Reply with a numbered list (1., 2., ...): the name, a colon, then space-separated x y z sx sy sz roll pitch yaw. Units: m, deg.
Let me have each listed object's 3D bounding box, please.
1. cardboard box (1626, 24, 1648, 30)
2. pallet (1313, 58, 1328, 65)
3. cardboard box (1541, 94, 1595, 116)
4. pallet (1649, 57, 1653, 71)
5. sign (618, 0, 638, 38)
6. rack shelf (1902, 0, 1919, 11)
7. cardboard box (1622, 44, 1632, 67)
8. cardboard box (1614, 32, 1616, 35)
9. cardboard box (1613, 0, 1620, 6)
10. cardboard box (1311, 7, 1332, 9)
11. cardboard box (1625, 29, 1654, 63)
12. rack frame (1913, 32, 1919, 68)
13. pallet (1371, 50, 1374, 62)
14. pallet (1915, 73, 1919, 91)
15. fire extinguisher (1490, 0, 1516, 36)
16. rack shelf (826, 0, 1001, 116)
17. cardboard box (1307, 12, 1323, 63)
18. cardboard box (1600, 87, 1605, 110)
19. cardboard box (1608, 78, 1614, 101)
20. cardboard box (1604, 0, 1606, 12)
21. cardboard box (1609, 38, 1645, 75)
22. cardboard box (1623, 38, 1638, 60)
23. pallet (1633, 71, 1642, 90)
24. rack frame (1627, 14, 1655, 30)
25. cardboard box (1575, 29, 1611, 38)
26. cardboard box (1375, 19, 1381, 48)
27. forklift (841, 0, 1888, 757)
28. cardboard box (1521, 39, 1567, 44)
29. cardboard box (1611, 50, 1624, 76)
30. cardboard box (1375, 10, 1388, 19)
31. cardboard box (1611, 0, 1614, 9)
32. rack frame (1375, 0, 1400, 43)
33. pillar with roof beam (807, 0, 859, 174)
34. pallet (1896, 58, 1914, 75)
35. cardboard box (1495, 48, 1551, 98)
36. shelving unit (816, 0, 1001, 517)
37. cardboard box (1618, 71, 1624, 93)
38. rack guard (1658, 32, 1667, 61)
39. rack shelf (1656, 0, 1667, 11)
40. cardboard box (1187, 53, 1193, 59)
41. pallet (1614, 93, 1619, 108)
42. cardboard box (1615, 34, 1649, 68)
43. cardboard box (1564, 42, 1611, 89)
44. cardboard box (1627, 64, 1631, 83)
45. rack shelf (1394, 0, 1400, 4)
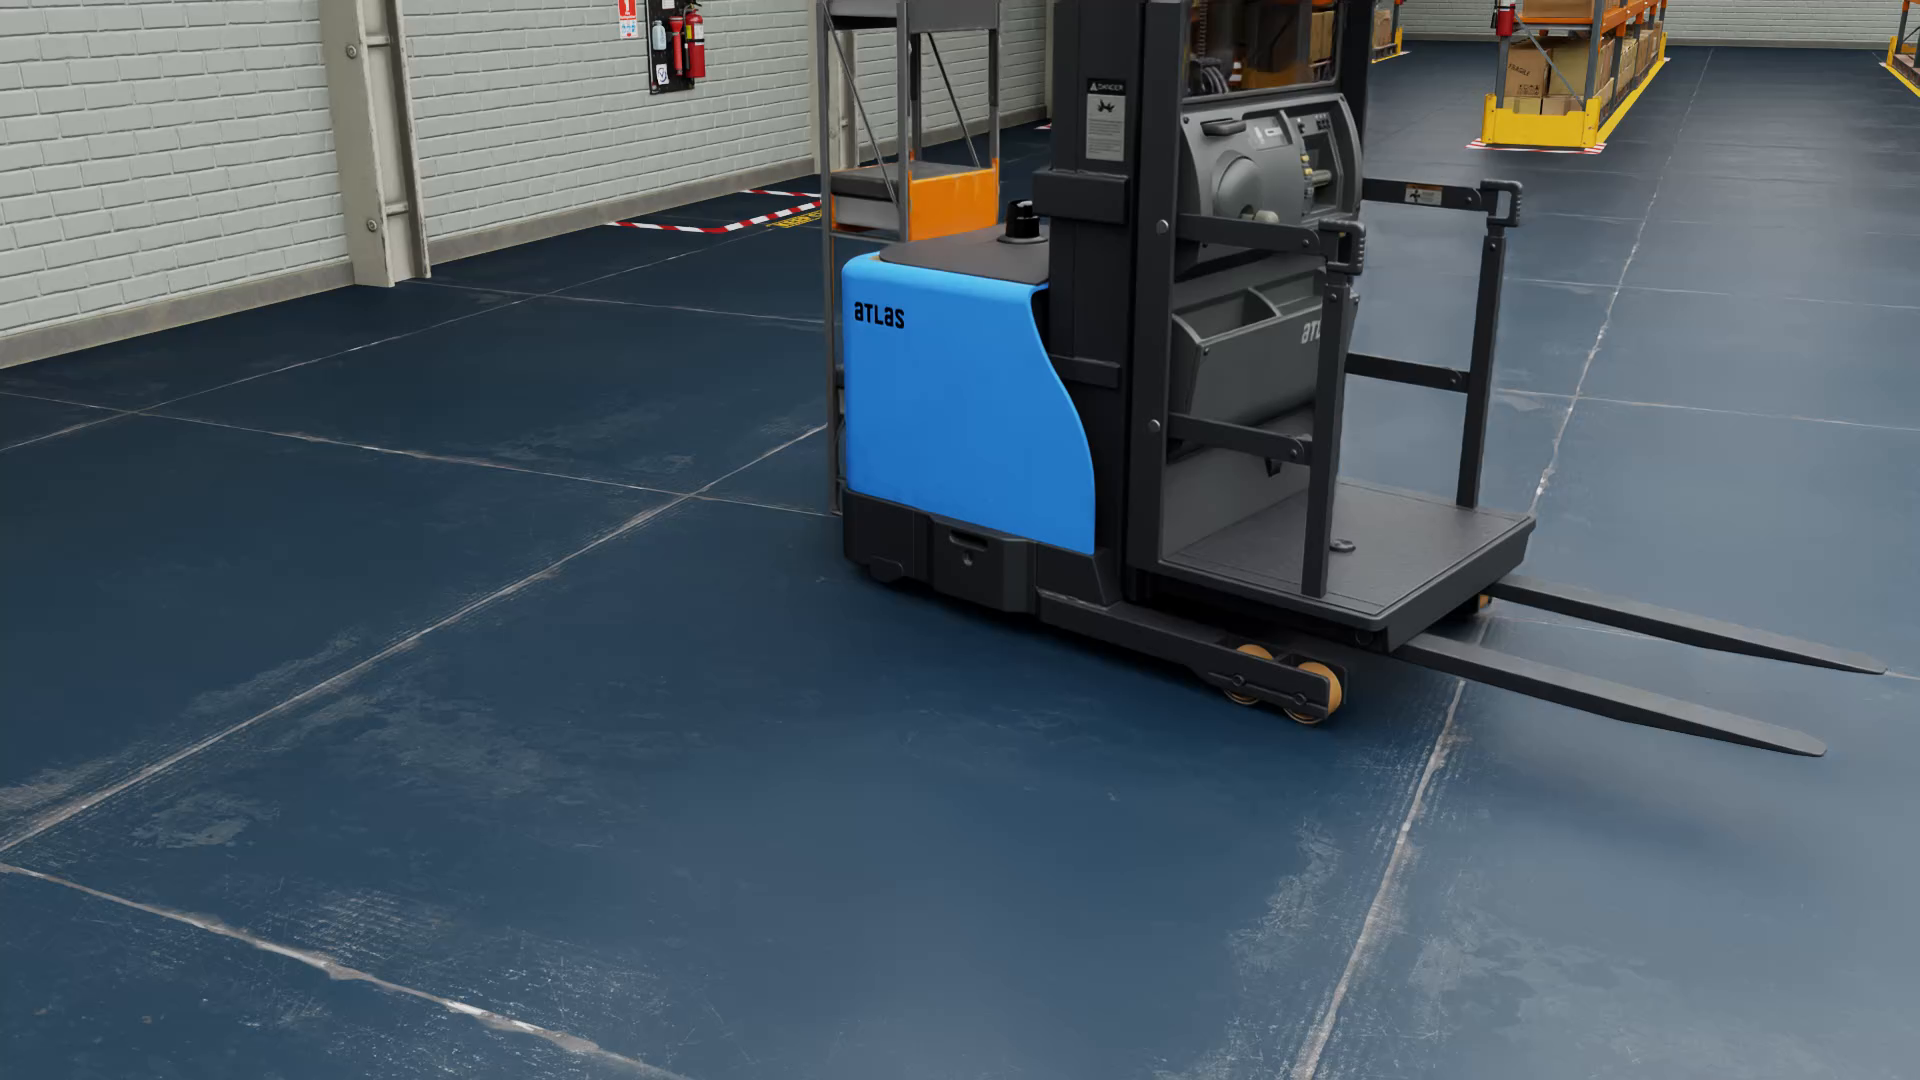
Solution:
1. cardboard box: 11.978 -9.009 29.895 0.797 0.503 0.637 9 21 23
2. pallet: 5.947 -8.148 28.564 1.003 0.211 1.213 9 21 23
3. cardboard box: 6.722 -4.771 18.384 0.500 0.250 0.500 9 21 23
4. pallet: 11.495 -8.299 28.990 1.003 0.211 1.213 9 21 23
5. sign: -2.548 -4.024 12.753 0.001 0.329 0.234 9 21 23
6. rack shelf: 16.550 -8.995 27.859 1.077 0.370 4.000 9 21 23
7. cardboard box: 8.962 -6.687 22.934 0.500 0.311 0.500 9 22 24
8. cardboard box: 10.373 -8.002 27.067 0.500 0.500 0.500 9 21 23
9. cardboard box: 8.487 -7.082 21.781 0.380 0.149 0.250 9 21 23
10. cardboard box: 6.545 -9.050 29.522 0.750 0.750 0.750 9 21 23
11. cardboard box: 11.273 -8.243 27.744 0.500 0.500 0.500 8 21 22
12. rack frame: 15.731 -8.723 26.019 1.000 3.000 0.127 9 21 23
13. pallet: 7.075 -8.990 30.932 1.003 0.211 1.213 9 21 23
14. pallet: 14.879 -6.804 24.787 1.003 0.211 1.213 9 21 23
15. fire extinguisher: 5.827 -5.726 17.709 0.296 0.674 0.183 9 21 23
16. rack shelf: -0.174 -1.757 5.726 0.431 0.518 0.480 16 25 37
17. cardboard box: 5.475 -8.251 27.274 0.750 0.750 0.750 8 21 22
18. cardboard box: 7.338 -5.229 19.673 0.500 0.250 0.500 9 21 23
19. cardboard box: 7.947 -5.688 20.964 0.500 0.250 0.500 9 21 23
20. cardboard box: 7.134 -6.397 19.330 0.700 0.500 0.500 9 22 24
21. cardboard box: 10.023 -7.310 25.121 0.500 0.500 0.500 10 22 25
22. cardboard box: 9.586 -7.153 24.246 0.500 0.311 0.500 9 22 24
23. pallet: 9.916 -7.090 25.589 1.003 0.211 1.213 9 21 23
24. rack frame: 11.213 -9.403 27.933 1.000 3.000 0.127 9 21 23
25. cardboard box: 9.763 -7.899 25.659 0.500 0.250 0.500 9 22 25
26. cardboard box: 7.725 -9.790 32.125 0.700 0.500 0.500 8 21 21
27. forklift: 1.062 -1.077 4.622 3.031 2.935 1.130 16 25 37
28. cardboard box: 7.053 -5.809 20.184 0.500 0.500 0.500 9 21 23
29. cardboard box: 8.334 -6.217 21.612 0.500 0.311 0.500 9 21 23
30. cardboard box: 8.145 -10.260 32.478 0.380 0.149 0.250 9 22 24
31. cardboard box: 7.761 -6.868 20.656 0.700 0.500 0.500 8 21 21
32. rack frame: 8.331 -11.305 33.280 1.000 3.000 0.127 9 21 23
33. pillar with roof beam: 2.747 -7.148 12.638 9.100 9.000 0.400 9 21 23
34. pallet: 16.495 -8.013 28.186 1.003 0.211 1.213 9 21 23
35. cardboard box: 6.248 -5.195 18.459 0.500 0.500 0.500 9 21 23
36. shelving unit: -0.174 -1.110 5.956 0.431 2.100 0.503 16 25 37
37. cardboard box: 8.539 -6.106 22.137 0.500 0.250 0.500 9 22 24
38. rack guard: 12.820 -9.425 31.725 1.175 0.500 0.348 9 21 23
39. rack shelf: 12.032 -9.676 29.773 1.077 0.370 4.000 9 21 23
40. cardboard box: 2.724 -6.034 21.533 0.700 0.500 0.500 7 21 19
41. pallet: 8.204 -5.875 22.172 1.003 0.211 1.213 9 21 23
42. cardboard box: 10.651 -7.784 26.453 0.500 0.500 0.500 8 21 21
43. cardboard box: 7.339 -5.582 19.547 0.500 0.500 0.500 9 21 23
44. cardboard box: 9.166 -6.577 23.463 0.500 0.250 0.500 9 22 24
45. rack shelf: 7.512 -10.354 31.681 1.077 0.370 4.000 9 21 23
